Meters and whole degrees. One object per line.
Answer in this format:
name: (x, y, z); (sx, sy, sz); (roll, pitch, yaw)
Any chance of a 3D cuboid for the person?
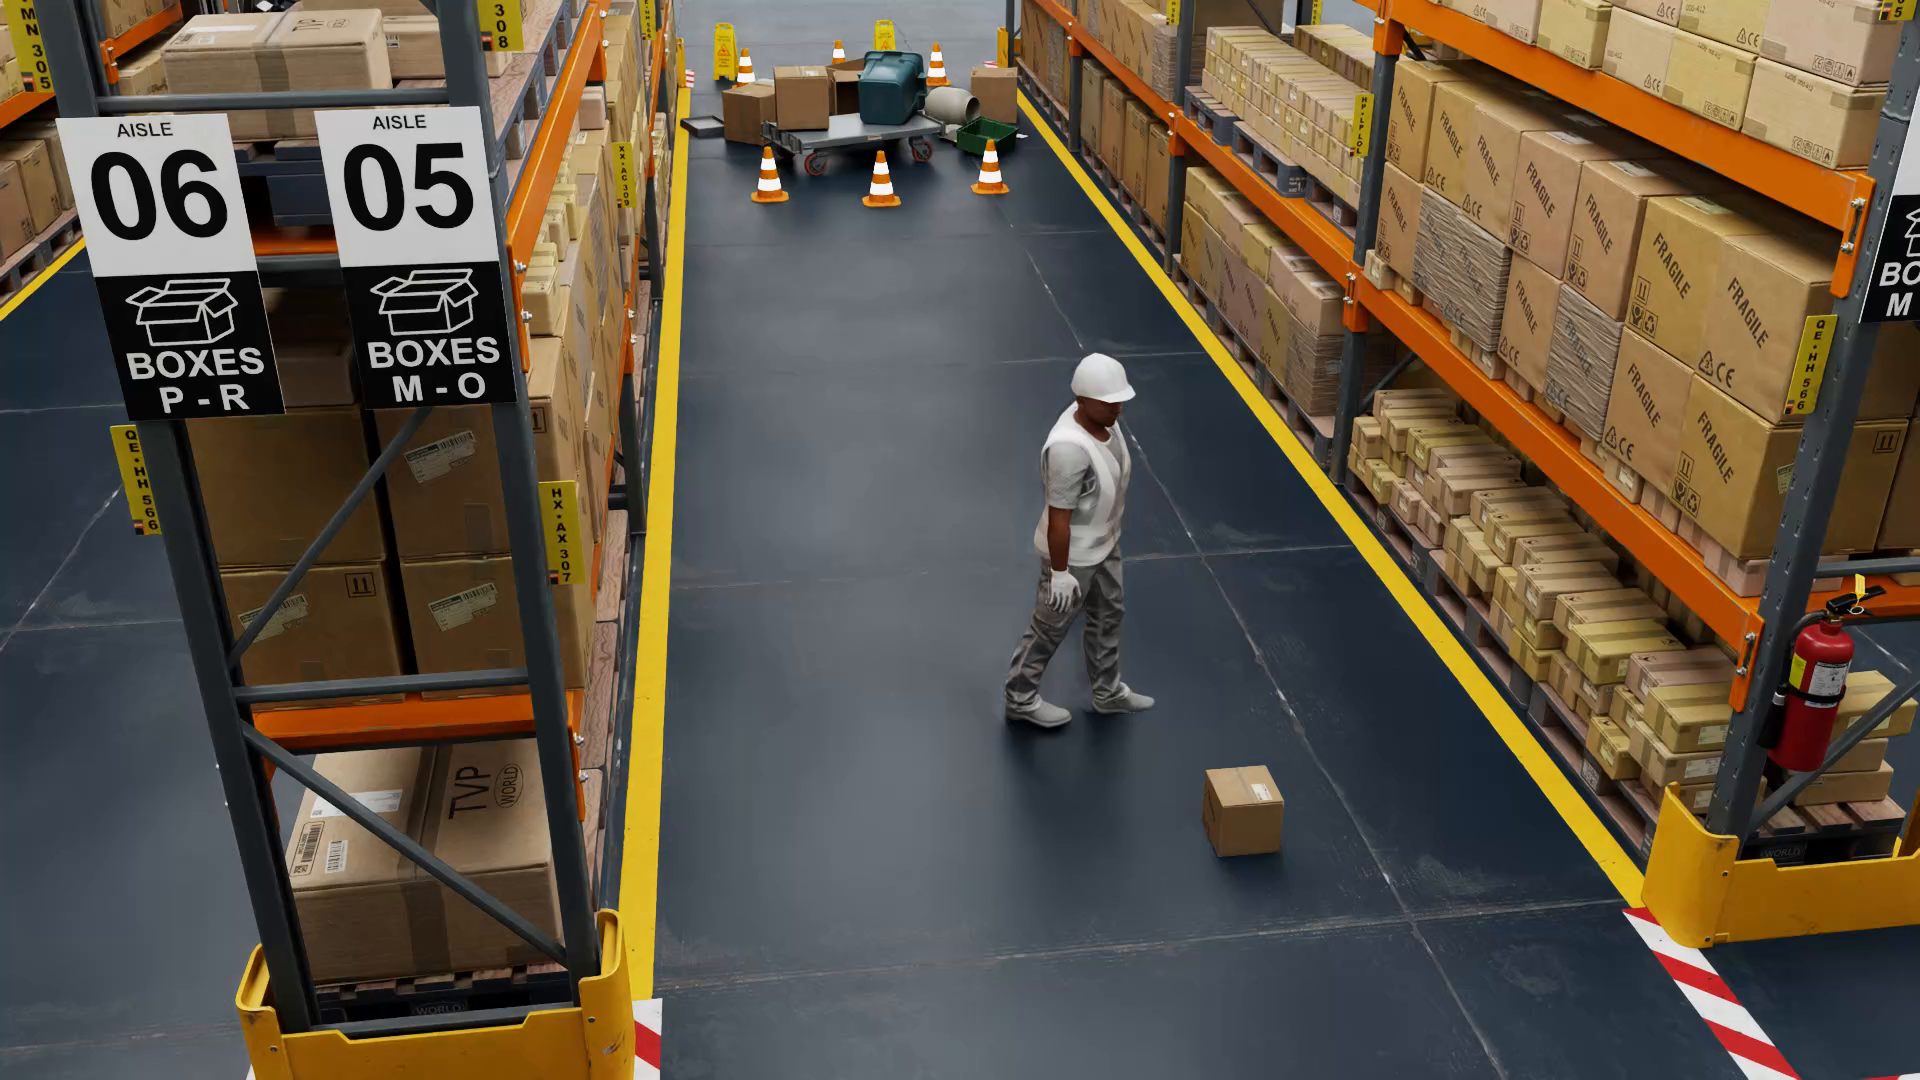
person: (0.504, 0.038, 7.039); (0.596, 1.803, 0.646); (11, 29, 20)
